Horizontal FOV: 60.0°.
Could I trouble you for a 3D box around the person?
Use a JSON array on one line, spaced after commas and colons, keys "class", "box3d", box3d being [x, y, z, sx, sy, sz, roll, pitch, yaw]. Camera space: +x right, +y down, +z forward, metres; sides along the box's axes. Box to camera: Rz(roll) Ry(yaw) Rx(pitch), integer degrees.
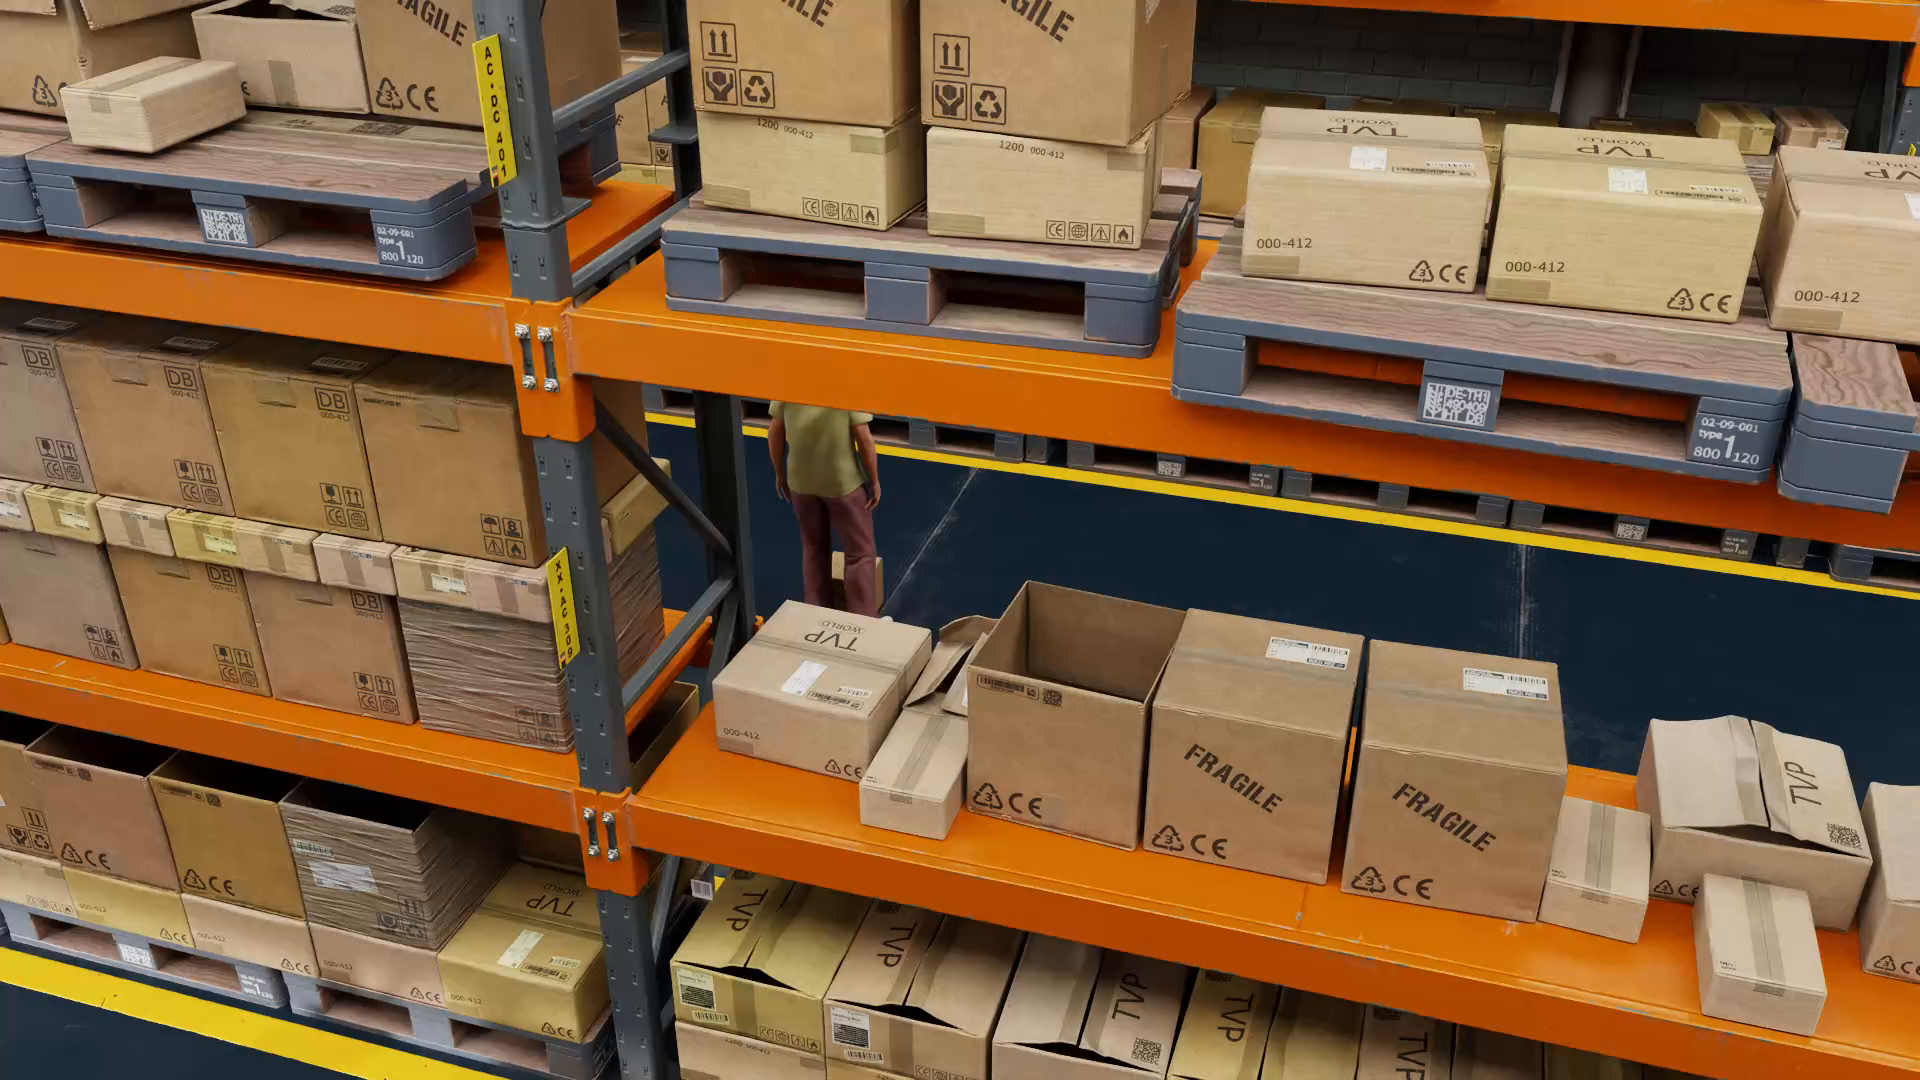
[{"class": "person", "box3d": [-0.588, -0.277, 7.569, 0.510, 1.671, 0.416, 7, 30, 12]}]
